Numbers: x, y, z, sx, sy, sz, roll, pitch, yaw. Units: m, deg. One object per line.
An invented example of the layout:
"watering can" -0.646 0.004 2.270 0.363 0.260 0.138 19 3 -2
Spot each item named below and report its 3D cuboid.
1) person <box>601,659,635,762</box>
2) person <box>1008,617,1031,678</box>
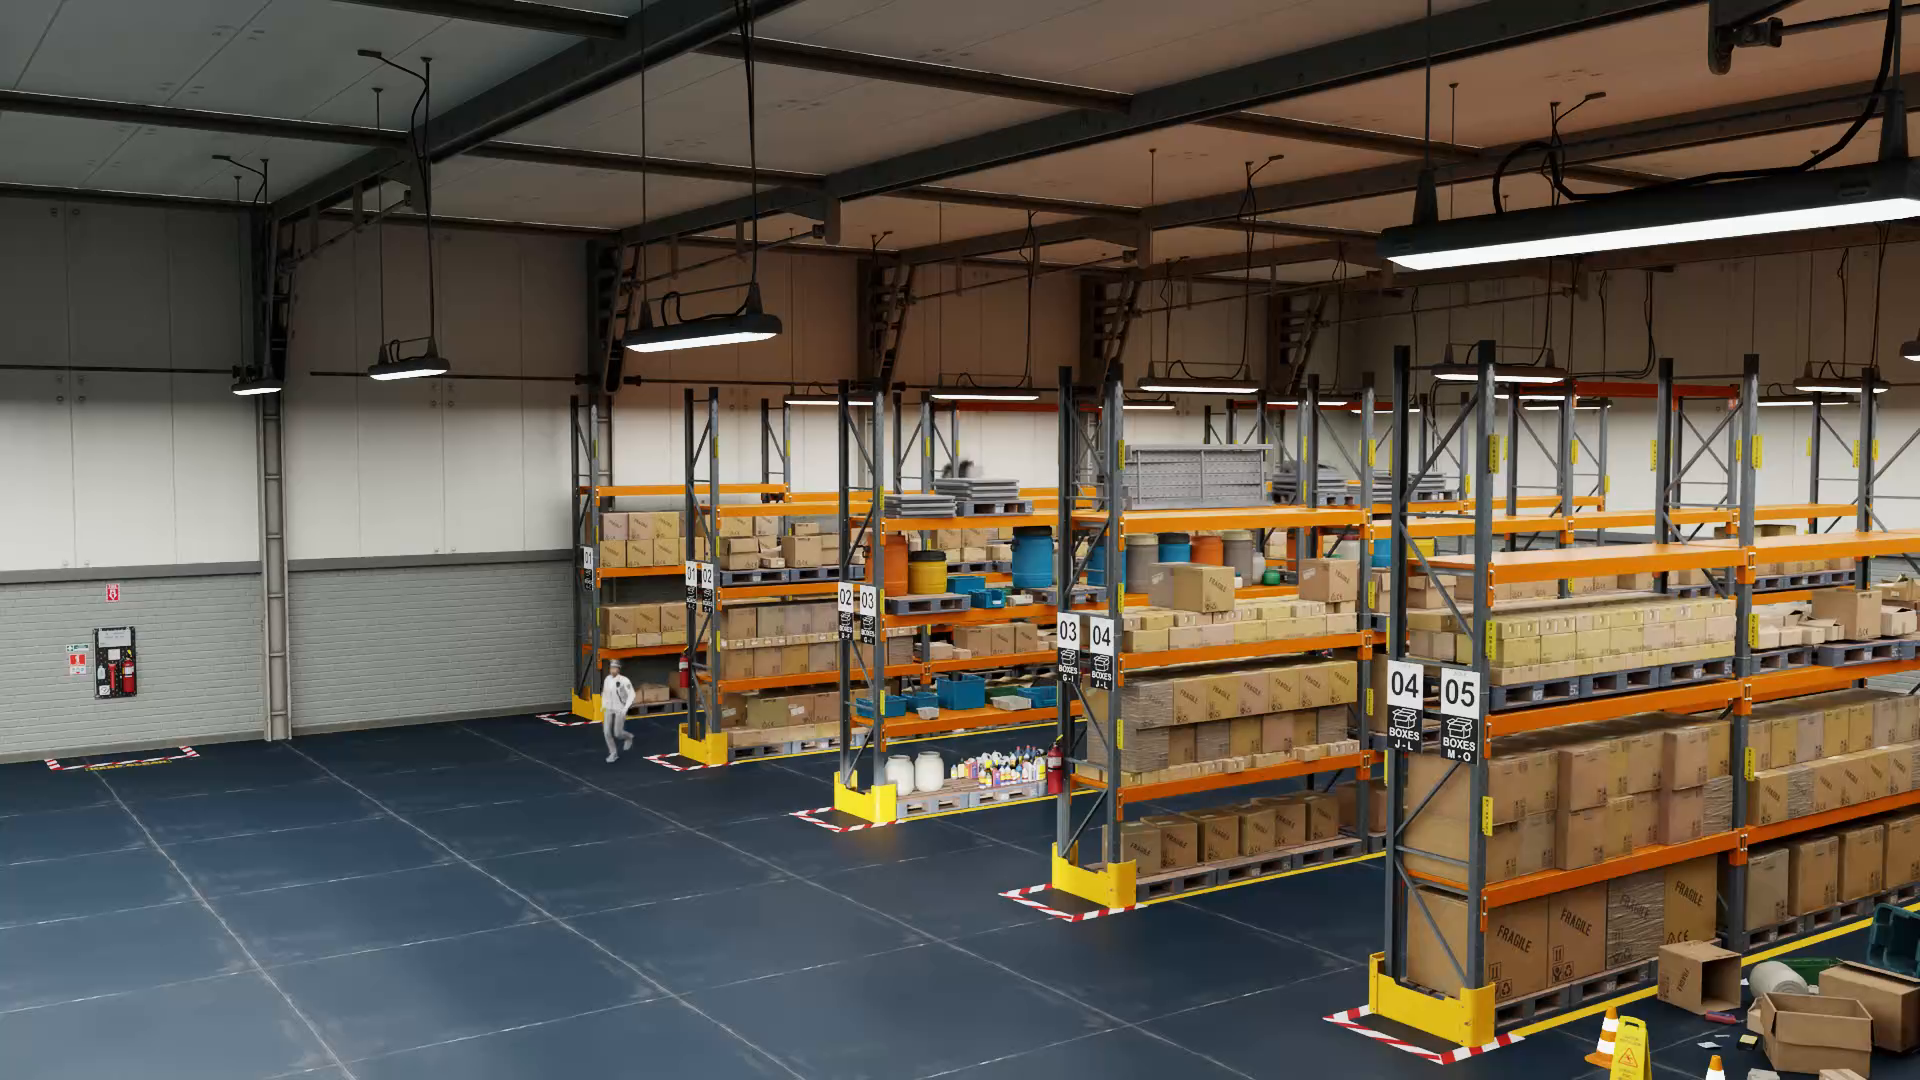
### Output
"person" -5.532 2.732 26.928 0.629 1.651 0.633 1 4 17
"person" 1.114 2.007 33.677 0.658 1.696 0.547 3 5 44
